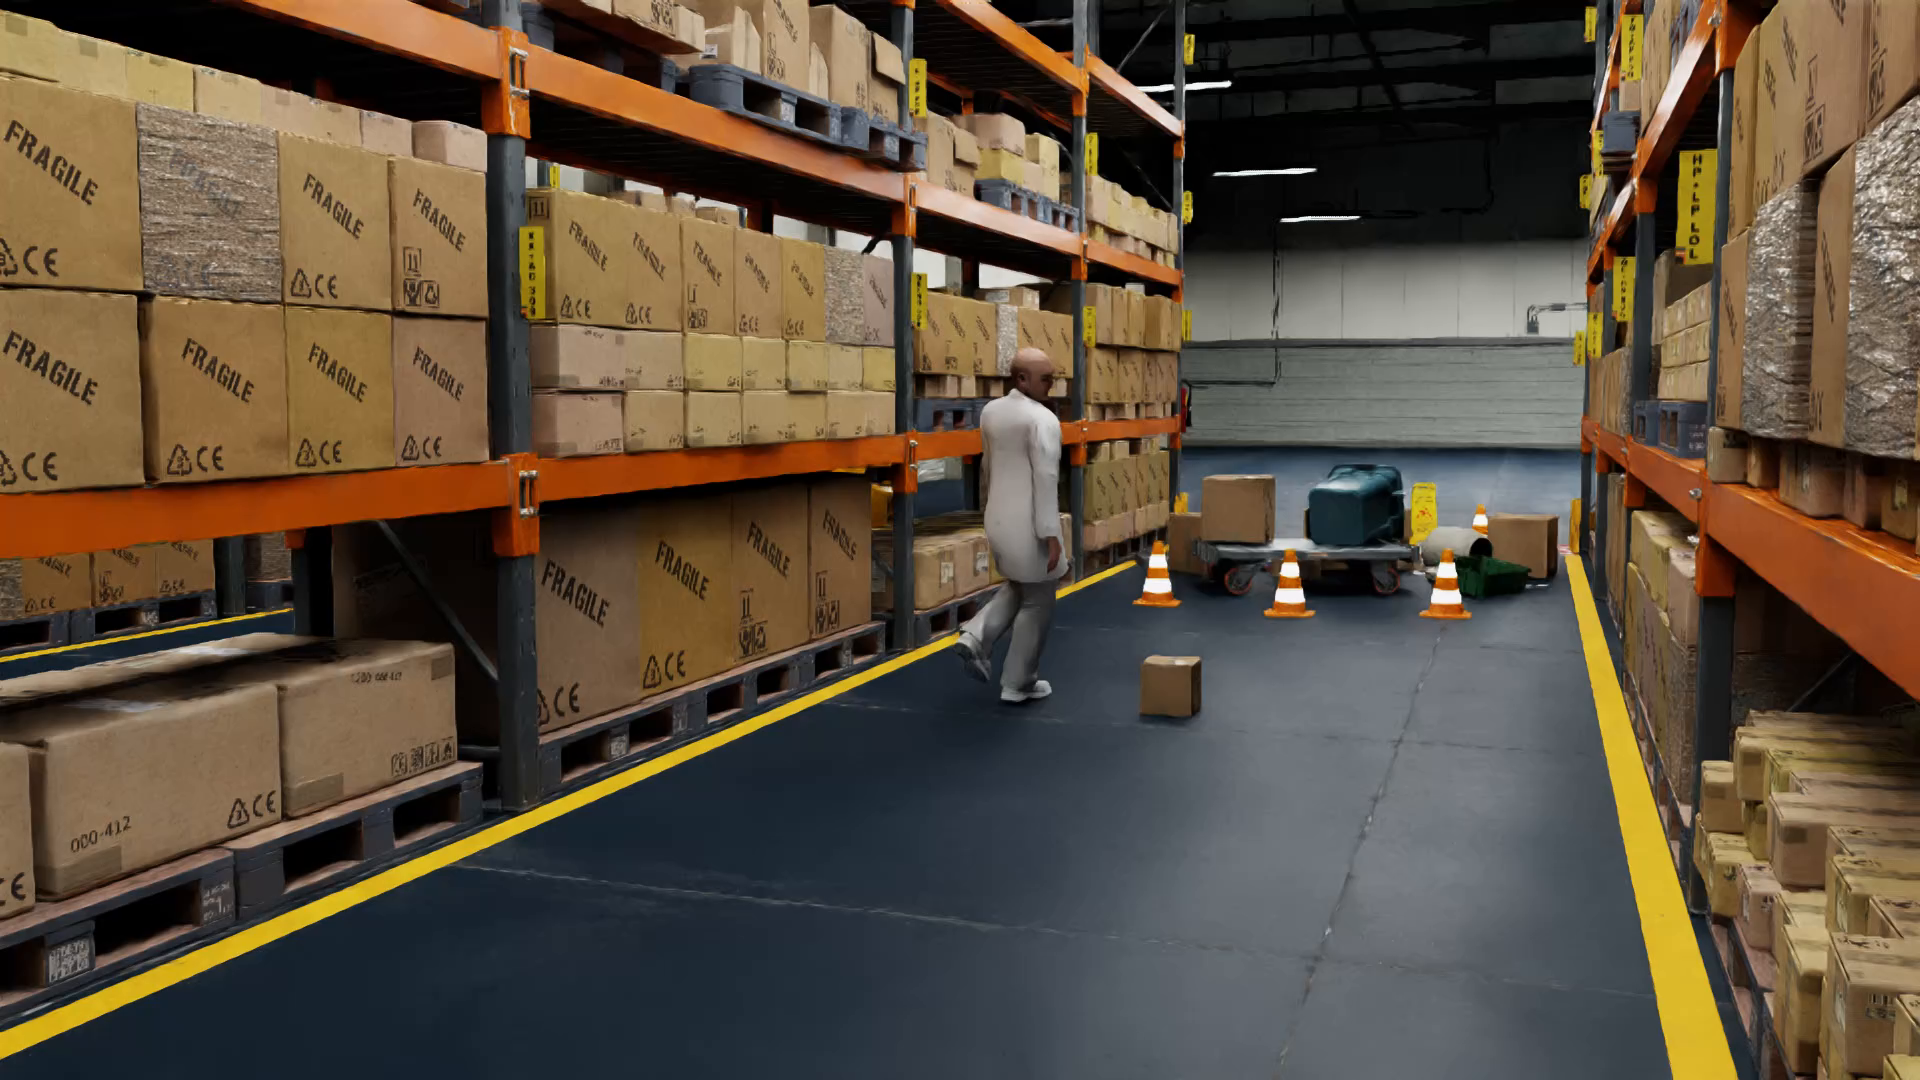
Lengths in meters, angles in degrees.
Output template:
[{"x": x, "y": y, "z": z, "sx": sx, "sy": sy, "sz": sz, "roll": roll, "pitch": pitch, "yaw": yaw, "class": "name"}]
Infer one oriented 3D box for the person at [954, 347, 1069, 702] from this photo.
[{"x": 0.321, "y": -0.048, "z": 8.165, "sx": 0.596, "sy": 1.729, "sz": 0.652, "roll": -4, "pitch": 6, "yaw": -38, "class": "person"}]
